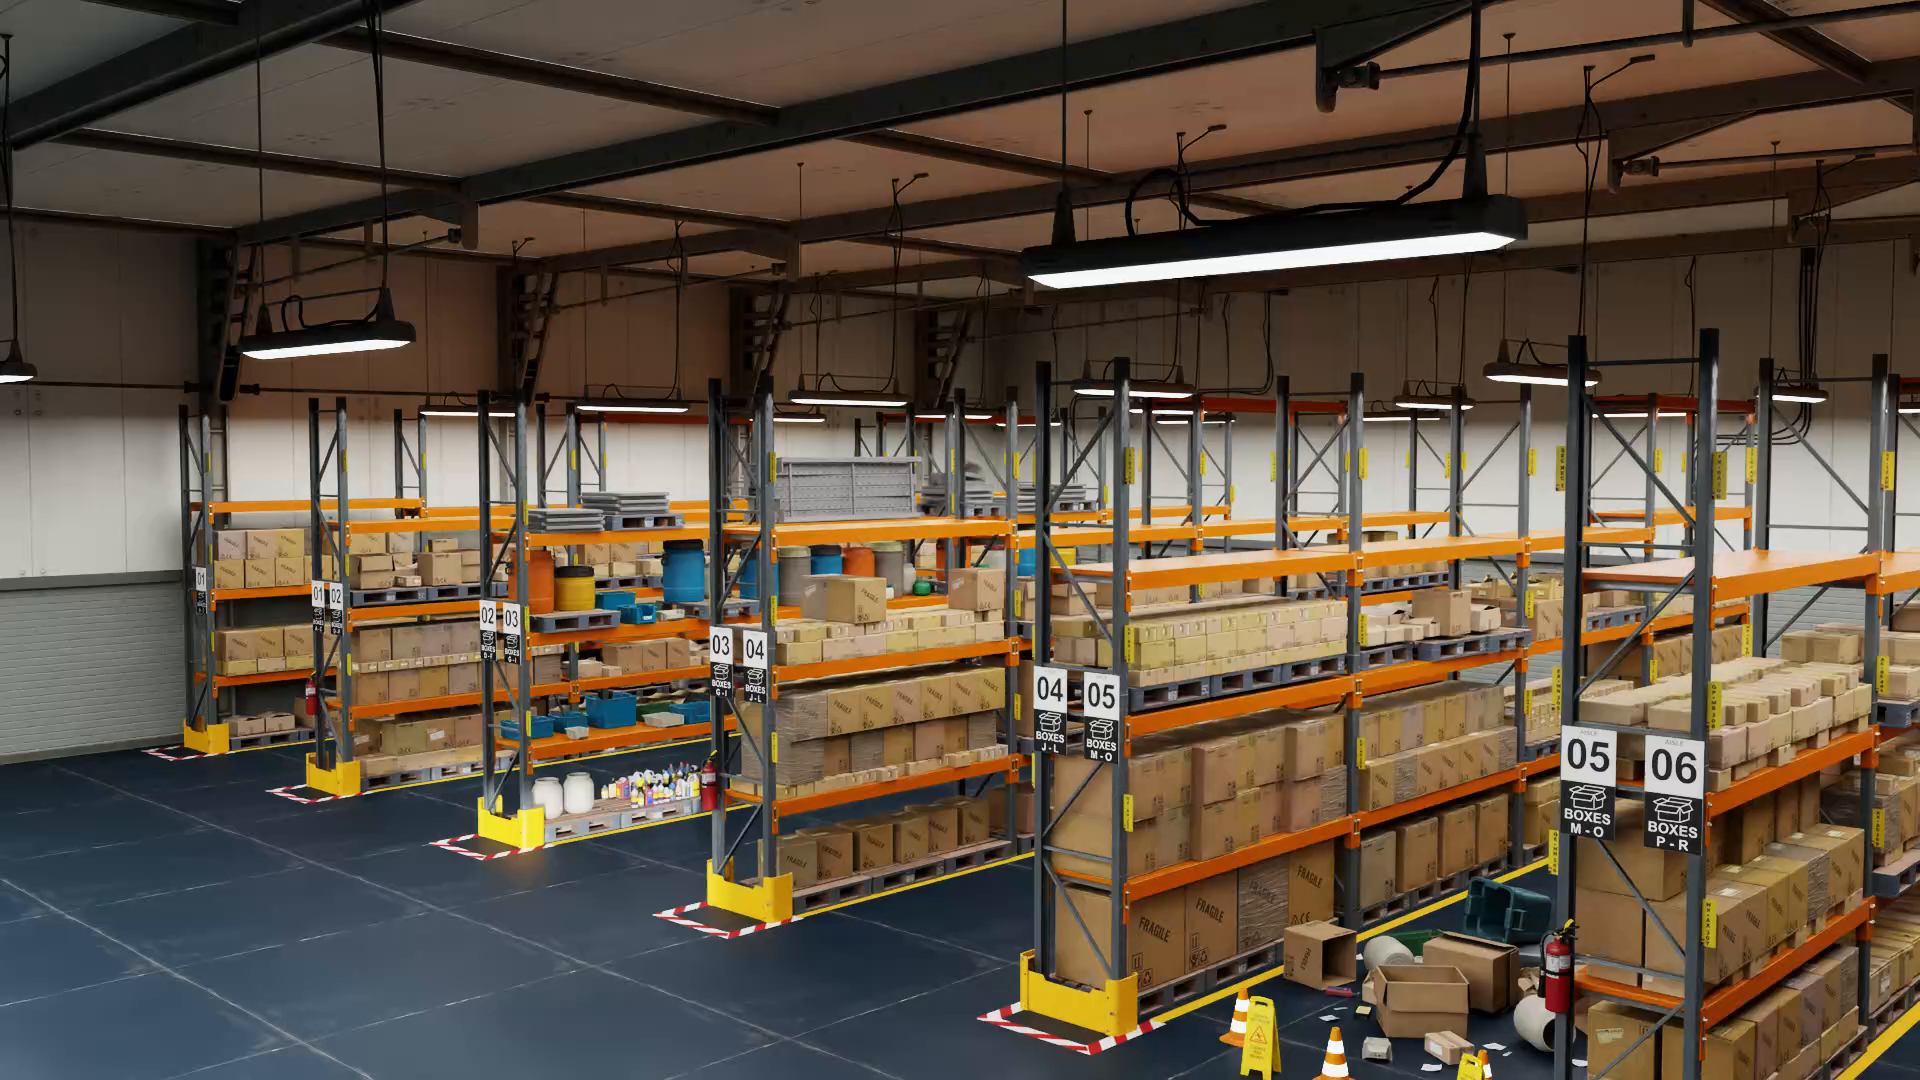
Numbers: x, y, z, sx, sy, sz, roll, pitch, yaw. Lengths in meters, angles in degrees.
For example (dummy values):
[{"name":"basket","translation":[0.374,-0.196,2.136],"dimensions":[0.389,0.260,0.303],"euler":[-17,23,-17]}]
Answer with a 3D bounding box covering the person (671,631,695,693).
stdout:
[{"name":"person","translation":[-5.478,2.568,33.097],"dimensions":[0.680,1.720,0.588],"euler":[2,3,28]}]
